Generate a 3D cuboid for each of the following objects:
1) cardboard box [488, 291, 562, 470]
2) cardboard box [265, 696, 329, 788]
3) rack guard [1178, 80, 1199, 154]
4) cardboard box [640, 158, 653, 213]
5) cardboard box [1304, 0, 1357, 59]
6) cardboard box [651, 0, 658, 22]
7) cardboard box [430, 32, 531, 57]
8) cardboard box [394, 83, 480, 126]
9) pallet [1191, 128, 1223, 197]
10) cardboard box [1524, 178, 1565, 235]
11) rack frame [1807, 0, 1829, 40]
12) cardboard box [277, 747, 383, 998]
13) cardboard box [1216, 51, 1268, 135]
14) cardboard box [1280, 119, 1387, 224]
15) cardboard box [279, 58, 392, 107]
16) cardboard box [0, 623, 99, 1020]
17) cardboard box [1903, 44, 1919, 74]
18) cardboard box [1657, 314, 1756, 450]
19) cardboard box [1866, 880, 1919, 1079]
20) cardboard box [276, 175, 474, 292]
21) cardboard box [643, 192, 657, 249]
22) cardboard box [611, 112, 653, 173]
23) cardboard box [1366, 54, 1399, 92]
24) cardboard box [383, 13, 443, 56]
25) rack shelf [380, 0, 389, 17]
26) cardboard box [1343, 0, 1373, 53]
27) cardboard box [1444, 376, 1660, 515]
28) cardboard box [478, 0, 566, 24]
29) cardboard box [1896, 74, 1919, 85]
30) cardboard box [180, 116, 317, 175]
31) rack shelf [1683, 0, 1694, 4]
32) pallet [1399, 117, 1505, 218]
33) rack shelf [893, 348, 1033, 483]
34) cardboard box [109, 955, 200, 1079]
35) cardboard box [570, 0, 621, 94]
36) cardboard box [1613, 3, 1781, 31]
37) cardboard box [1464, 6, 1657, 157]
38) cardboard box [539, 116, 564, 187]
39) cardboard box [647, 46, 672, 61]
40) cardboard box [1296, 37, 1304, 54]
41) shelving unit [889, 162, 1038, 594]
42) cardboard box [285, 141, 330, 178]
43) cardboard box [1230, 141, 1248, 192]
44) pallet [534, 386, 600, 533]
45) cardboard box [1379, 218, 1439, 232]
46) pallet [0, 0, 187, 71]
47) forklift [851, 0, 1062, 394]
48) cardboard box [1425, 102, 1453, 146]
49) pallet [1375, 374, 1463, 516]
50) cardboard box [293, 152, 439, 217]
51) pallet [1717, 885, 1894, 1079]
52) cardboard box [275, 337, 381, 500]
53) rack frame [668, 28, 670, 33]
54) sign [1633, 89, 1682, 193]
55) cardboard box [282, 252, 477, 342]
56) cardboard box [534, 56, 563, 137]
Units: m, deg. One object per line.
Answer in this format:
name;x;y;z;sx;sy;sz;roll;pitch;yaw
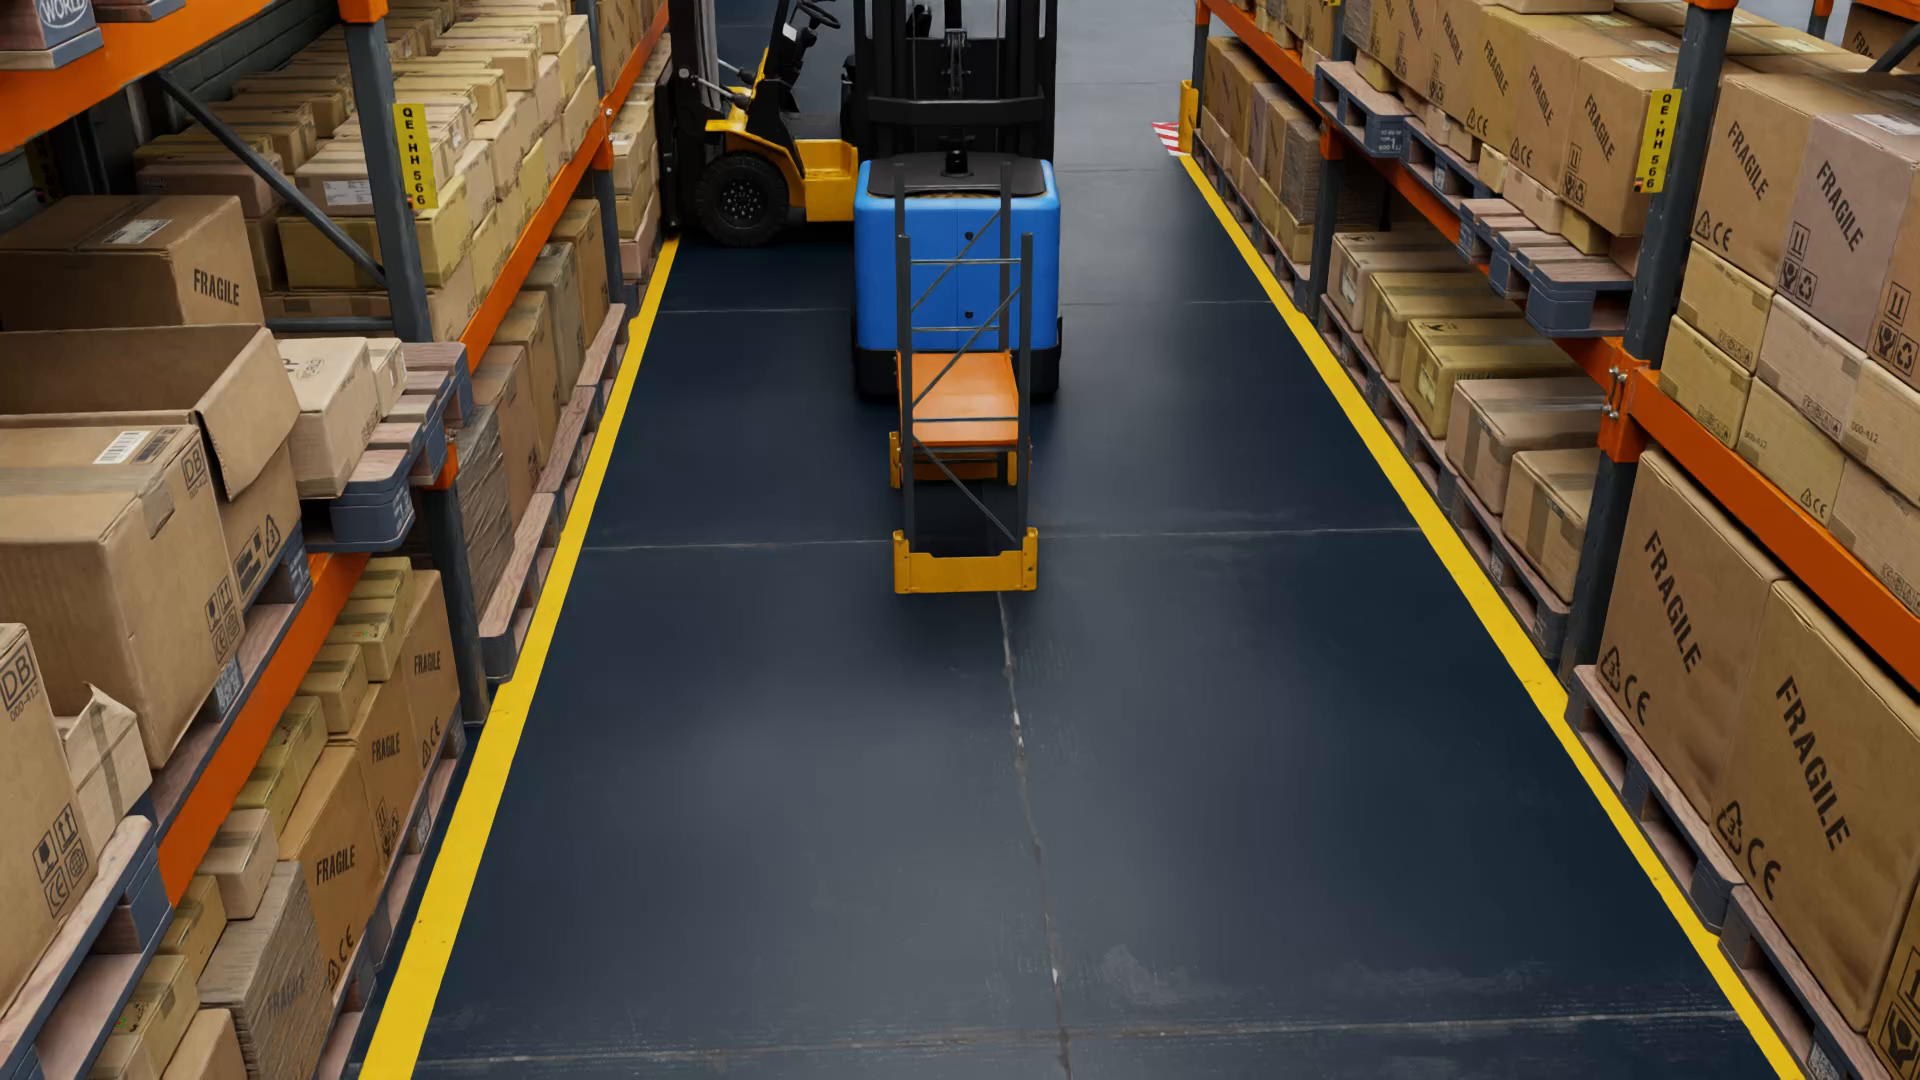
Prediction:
cardboard box;-2.305;-0.710;7.482;0.875;0.625;0.625;-2;28;-5
cardboard box;-1.947;0.551;4.497;0.380;0.149;0.250;-1;28;-1
rack guard;2.334;-3.349;13.130;1.175;0.500;0.348;-1;28;-3
cardboard box;-2.163;-2.175;10.156;0.500;0.250;0.500;-2;28;-3
cardboard box;2.267;-3.020;9.368;0.500;0.500;0.500;-2;28;-4
cardboard box;-2.294;-3.718;11.026;0.500;0.500;0.500;-2;28;-4
cardboard box;-2.082;-2.114;7.249;0.380;0.149;0.250;-1;28;-2
cardboard box;-2.055;-1.639;6.340;0.380;0.149;0.250;-1;28;-2
pallet;2.341;-2.845;12.476;1.003;0.211;1.213;-1;28;-3
cardboard box;2.351;-1.256;6.231;0.380;0.149;0.250;-2;28;-3
rack frame;7.268;-4.658;12.938;1.000;3.000;0.127;-1;28;-3
cardboard box;-1.927;0.909;4.512;0.500;0.500;0.500;0;28;0
cardboard box;2.129;-3.160;11.774;0.500;0.500;0.500;-2;28;-5
cardboard box;2.240;-2.211;9.954;0.500;0.500;0.500;-2;28;-3
cardboard box;-2.528;-1.862;6.767;0.380;0.149;0.250;-1;28;-1
cardboard box;-1.829;0.473;2.538;0.700;0.500;0.500;-1;28;-2
cardboard box;7.417;-3.185;11.956;0.875;0.875;0.875;-2;28;-3
cardboard box;2.522;-0.499;5.126;0.500;0.250;0.500;-2;28;-4
cardboard box;2.789;1.104;3.733;0.875;0.875;0.875;-1;28;-1
cardboard box;-1.963;-1.043;5.627;0.500;0.250;0.500;-1;28;-3
cardboard box;-2.155;-1.956;10.276;0.500;0.250;0.500;-2;28;-4
cardboard box;-2.147;-2.401;10.048;0.500;0.250;0.500;-1;28;-3
cardboard box;2.256;-2.341;8.313;0.380;0.149;0.250;-1;28;-2
cardboard box;-2.606;-2.330;7.664;0.380;0.149;0.250;-2;28;-3
rack shelf;-2.314;-2.611;6.546;1.077;0.370;4.000;-1;28;-3
cardboard box;2.277;-2.784;8.460;0.500;0.500;0.500;-1;28;-1
cardboard box;2.681;-0.421;7.200;0.950;0.372;0.625;-2;28;-4
cardboard box;-2.147;-2.584;8.151;0.380;0.149;0.250;-2;28;-3
cardboard box;3.036;-1.053;4.836;0.500;0.500;0.500;-2;28;-4
cardboard box;-2.506;-1.393;5.867;0.380;0.149;0.250;-1;28;-3
rack shelf;2.643;-2.732;6.779;1.077;0.370;4.000;-1;28;-3
pallet;2.603;-1.626;7.331;1.003;0.211;1.213;-1;28;-3
rack shelf;-0.004;-0.545;7.062;0.538;0.185;1.000;-1;28;-3
cardboard box;-1.884;1.032;3.575;0.380;0.149;0.250;0;28;-1
cardboard box;-2.180;-2.779;9.226;0.500;0.500;0.500;-2;28;-4
cardboard box;2.886;-1.859;6.687;0.500;0.500;0.500;-1;28;-2
cardboard box;2.381;-1.835;6.641;0.500;0.500;0.500;-3;28;-6
cardboard box;-2.103;-1.768;7.559;0.500;0.250;0.500;-1;28;-2
cardboard box;-2.259;-3.340;11.849;0.500;0.250;0.500;-1;28;-2
cardboard box;2.263;-3.027;10.082;0.380;0.149;0.250;-2;28;-3
shelving unit;-0.004;-0.700;6.971;0.587;1.500;1.083;-1;28;-3
cardboard box;-2.539;-1.268;6.059;0.500;0.250;0.500;-1;28;-2
cardboard box;2.156;-2.592;11.496;0.500;0.250;0.500;0;28;1
pallet;-2.274;-0.383;7.756;1.003;0.211;1.213;-1;28;-3
cardboard box;2.777;-1.891;10.151;0.500;0.250;0.500;-3;28;-5
pallet;-2.022;-0.857;2.610;1.213;0.211;1.003;-1;28;-3
forklift;-0.027;-2.687;9.232;1.130;2.935;3.031;0;28;0
cardboard box;2.292;-1.854;7.379;0.380;0.149;0.250;0;28;-1
pallet;2.648;-0.484;7.950;1.003;0.211;1.213;-1;28;-3
cardboard box;-1.932;-1.162;5.425;0.380;0.149;0.250;-1;28;-1
pallet;2.774;1.367;4.401;1.003;0.211;1.213;-1;28;-3
cardboard box;-1.831;-0.316;4.321;0.500;0.250;0.500;-3;28;-5
rack frame;-2.627;-4.371;12.386;1.000;3.000;0.127;-1;28;-3
sign;2.206;-1.259;5.253;0.100;0.325;0.005;-1;28;-3
cardboard box;-1.988;-0.820;5.742;0.500;0.250;0.500;-1;28;-2
cardboard box;-2.082;-1.984;7.432;0.500;0.250;0.500;-1;28;-2
